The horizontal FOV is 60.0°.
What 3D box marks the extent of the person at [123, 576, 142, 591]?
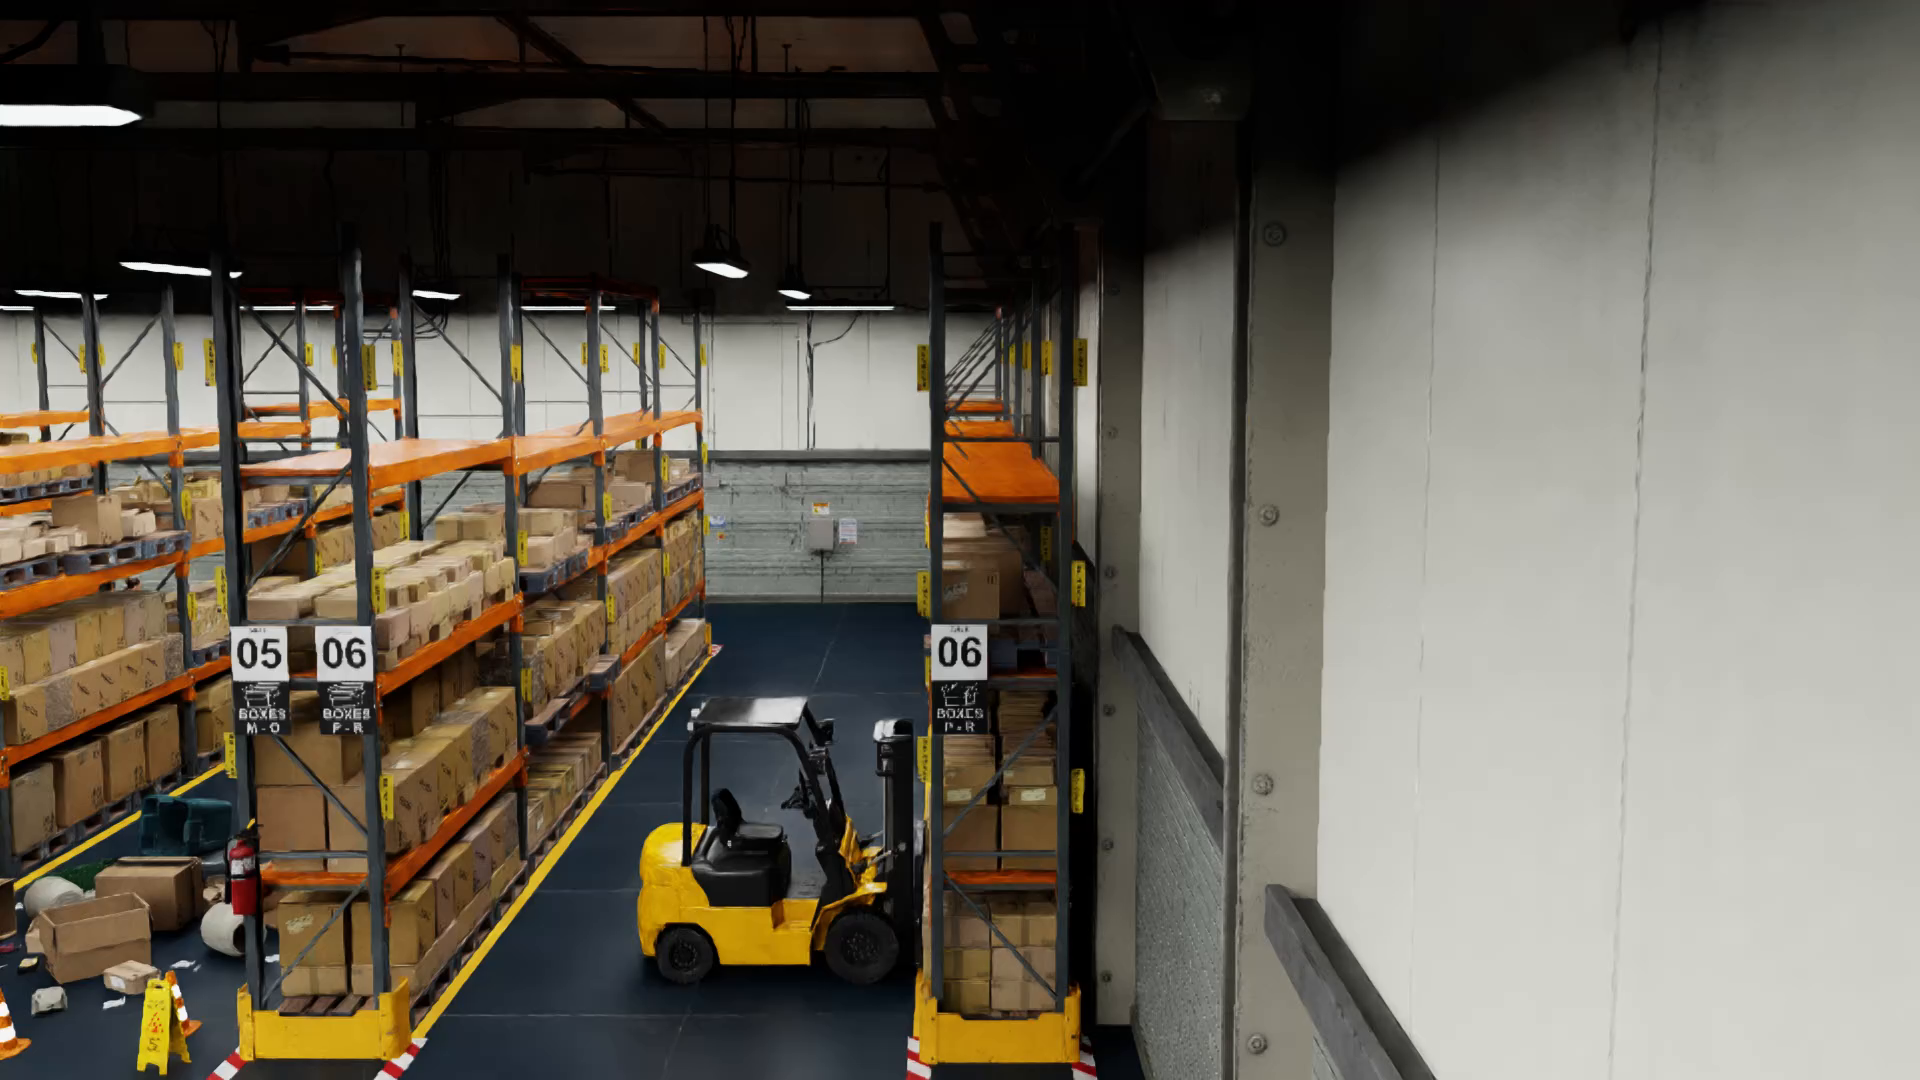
[{"bbox_3d":[-12.490,1.382,25.221,0.359,1.682,0.529,-2,7,-16],"label":"person"}]
